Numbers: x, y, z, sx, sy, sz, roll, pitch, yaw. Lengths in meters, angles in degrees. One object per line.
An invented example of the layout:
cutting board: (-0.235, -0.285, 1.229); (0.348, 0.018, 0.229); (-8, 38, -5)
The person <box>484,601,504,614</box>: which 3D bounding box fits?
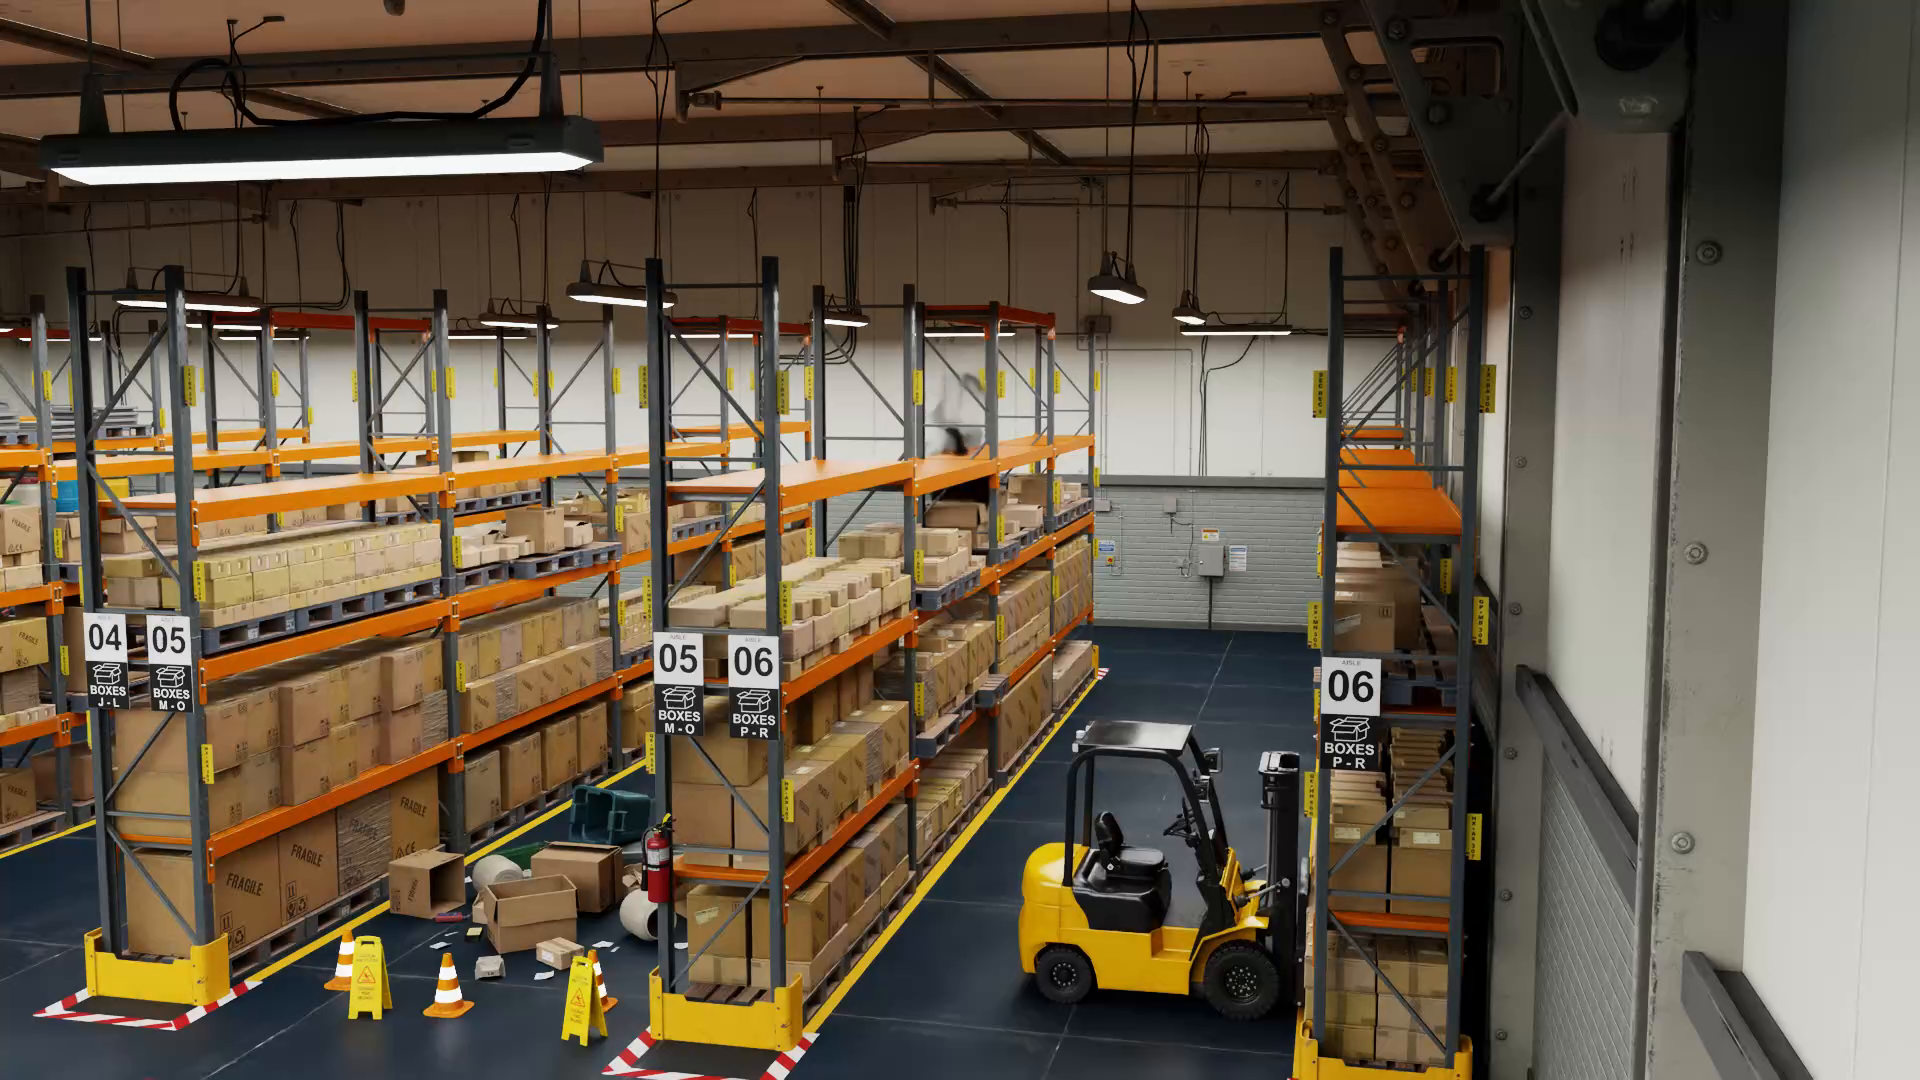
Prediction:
person: (-7.098, 1.711, 25.632); (0.660, 1.753, 0.969); (1, 6, 7)
